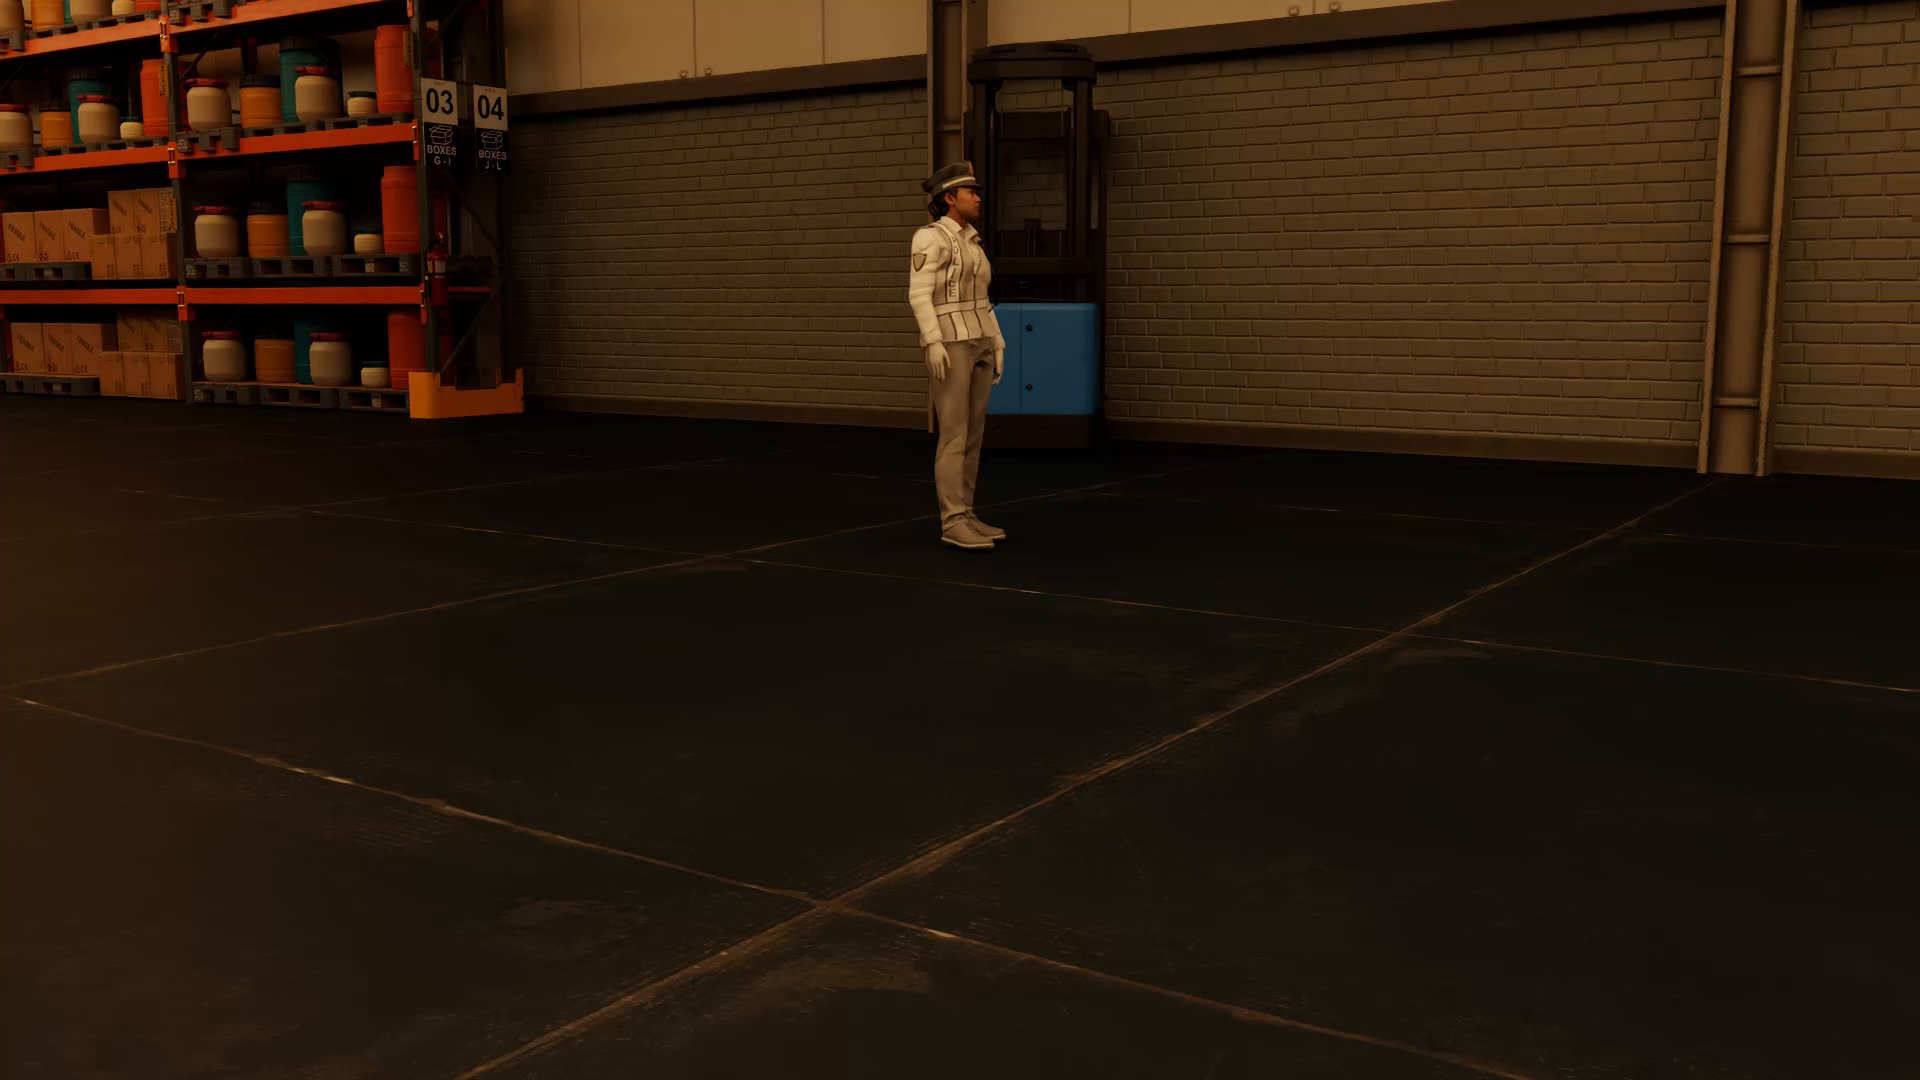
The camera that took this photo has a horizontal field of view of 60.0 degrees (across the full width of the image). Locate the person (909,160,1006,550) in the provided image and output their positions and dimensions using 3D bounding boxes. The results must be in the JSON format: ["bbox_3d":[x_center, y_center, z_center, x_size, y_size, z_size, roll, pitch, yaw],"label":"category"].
[{"bbox_3d":[0.053,-0.840,7.440,0.531,1.695,0.587,5,10,34],"label":"person"}]

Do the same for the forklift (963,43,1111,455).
[{"bbox_3d":[0.595,-2.226,12.849,1.130,2.935,3.031,1,8,7],"label":"forklift"}]
